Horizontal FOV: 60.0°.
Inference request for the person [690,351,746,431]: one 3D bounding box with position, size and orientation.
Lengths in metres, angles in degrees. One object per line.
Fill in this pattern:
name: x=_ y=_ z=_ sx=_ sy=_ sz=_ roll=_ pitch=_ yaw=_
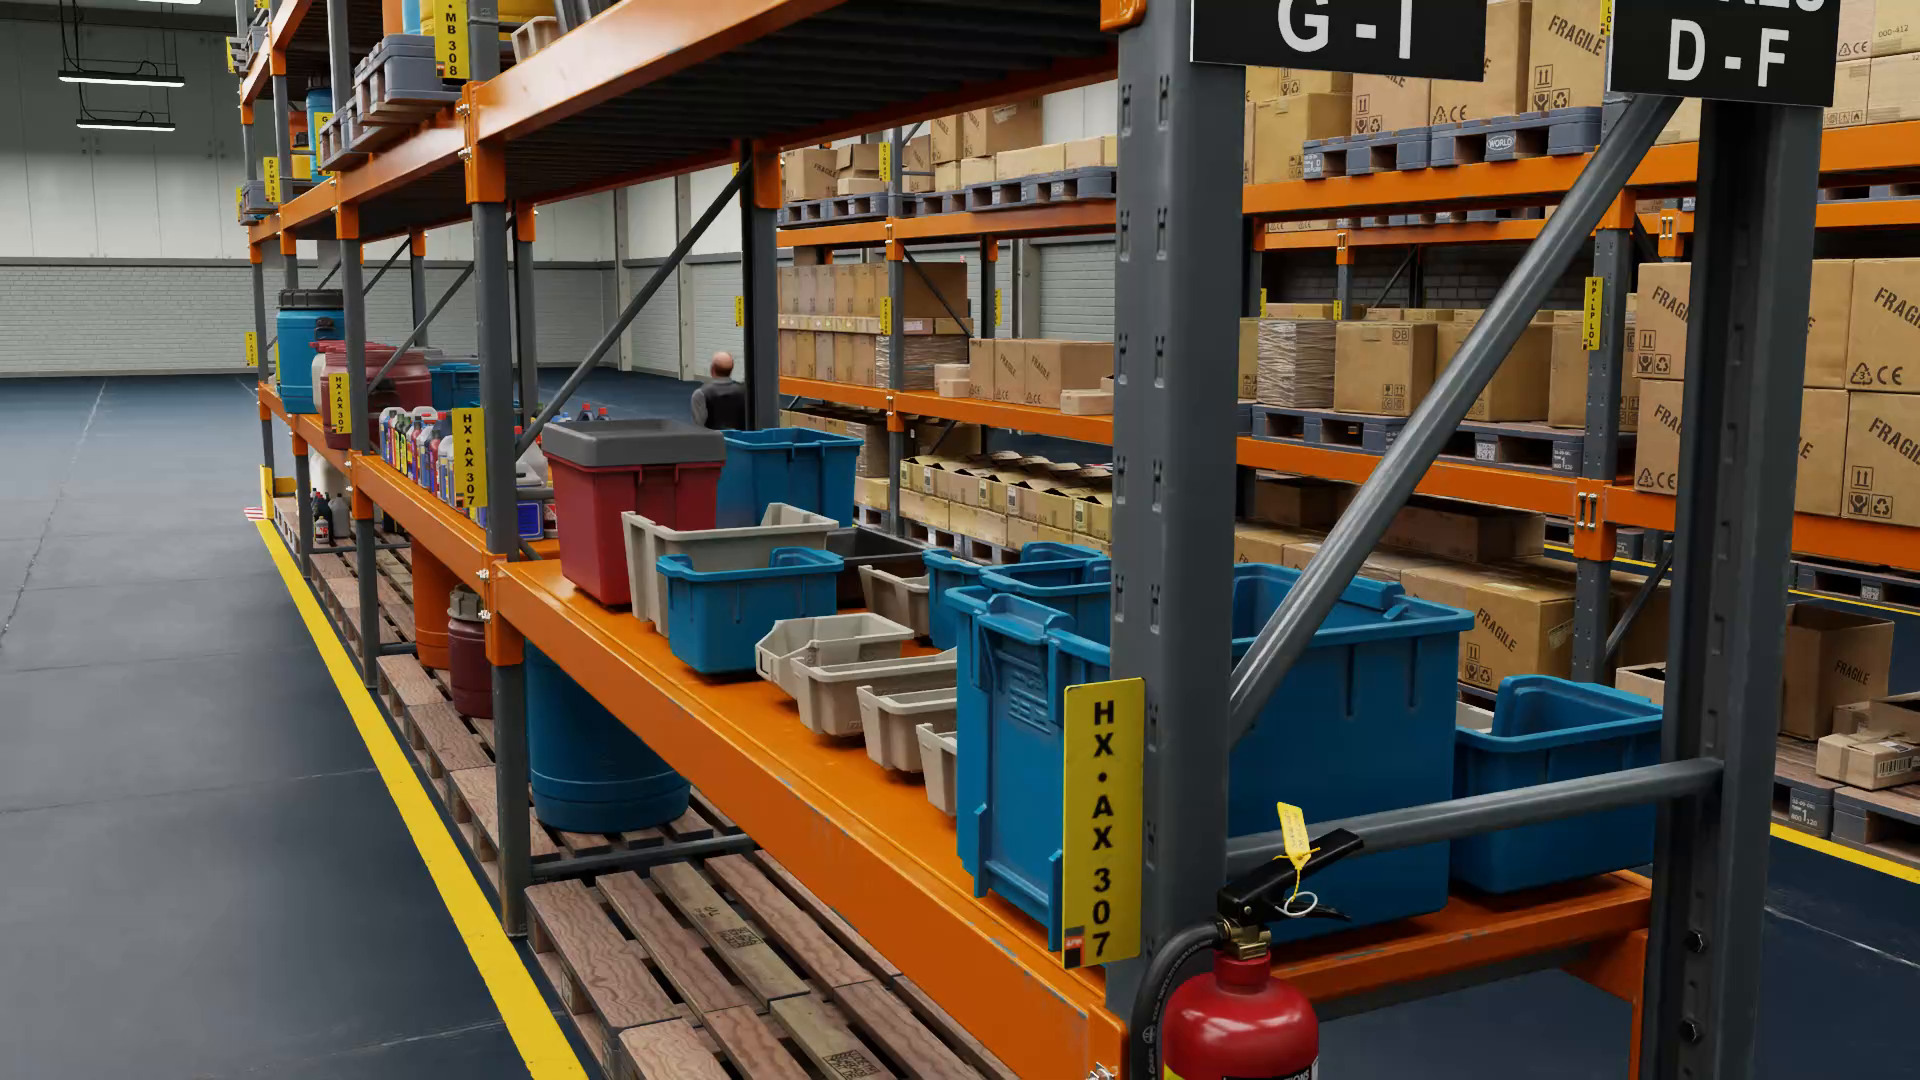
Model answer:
person: x=-1.934 y=-0.692 z=13.487 sx=0.538 sy=1.678 sz=0.942 roll=-2 pitch=9 yaw=-16
